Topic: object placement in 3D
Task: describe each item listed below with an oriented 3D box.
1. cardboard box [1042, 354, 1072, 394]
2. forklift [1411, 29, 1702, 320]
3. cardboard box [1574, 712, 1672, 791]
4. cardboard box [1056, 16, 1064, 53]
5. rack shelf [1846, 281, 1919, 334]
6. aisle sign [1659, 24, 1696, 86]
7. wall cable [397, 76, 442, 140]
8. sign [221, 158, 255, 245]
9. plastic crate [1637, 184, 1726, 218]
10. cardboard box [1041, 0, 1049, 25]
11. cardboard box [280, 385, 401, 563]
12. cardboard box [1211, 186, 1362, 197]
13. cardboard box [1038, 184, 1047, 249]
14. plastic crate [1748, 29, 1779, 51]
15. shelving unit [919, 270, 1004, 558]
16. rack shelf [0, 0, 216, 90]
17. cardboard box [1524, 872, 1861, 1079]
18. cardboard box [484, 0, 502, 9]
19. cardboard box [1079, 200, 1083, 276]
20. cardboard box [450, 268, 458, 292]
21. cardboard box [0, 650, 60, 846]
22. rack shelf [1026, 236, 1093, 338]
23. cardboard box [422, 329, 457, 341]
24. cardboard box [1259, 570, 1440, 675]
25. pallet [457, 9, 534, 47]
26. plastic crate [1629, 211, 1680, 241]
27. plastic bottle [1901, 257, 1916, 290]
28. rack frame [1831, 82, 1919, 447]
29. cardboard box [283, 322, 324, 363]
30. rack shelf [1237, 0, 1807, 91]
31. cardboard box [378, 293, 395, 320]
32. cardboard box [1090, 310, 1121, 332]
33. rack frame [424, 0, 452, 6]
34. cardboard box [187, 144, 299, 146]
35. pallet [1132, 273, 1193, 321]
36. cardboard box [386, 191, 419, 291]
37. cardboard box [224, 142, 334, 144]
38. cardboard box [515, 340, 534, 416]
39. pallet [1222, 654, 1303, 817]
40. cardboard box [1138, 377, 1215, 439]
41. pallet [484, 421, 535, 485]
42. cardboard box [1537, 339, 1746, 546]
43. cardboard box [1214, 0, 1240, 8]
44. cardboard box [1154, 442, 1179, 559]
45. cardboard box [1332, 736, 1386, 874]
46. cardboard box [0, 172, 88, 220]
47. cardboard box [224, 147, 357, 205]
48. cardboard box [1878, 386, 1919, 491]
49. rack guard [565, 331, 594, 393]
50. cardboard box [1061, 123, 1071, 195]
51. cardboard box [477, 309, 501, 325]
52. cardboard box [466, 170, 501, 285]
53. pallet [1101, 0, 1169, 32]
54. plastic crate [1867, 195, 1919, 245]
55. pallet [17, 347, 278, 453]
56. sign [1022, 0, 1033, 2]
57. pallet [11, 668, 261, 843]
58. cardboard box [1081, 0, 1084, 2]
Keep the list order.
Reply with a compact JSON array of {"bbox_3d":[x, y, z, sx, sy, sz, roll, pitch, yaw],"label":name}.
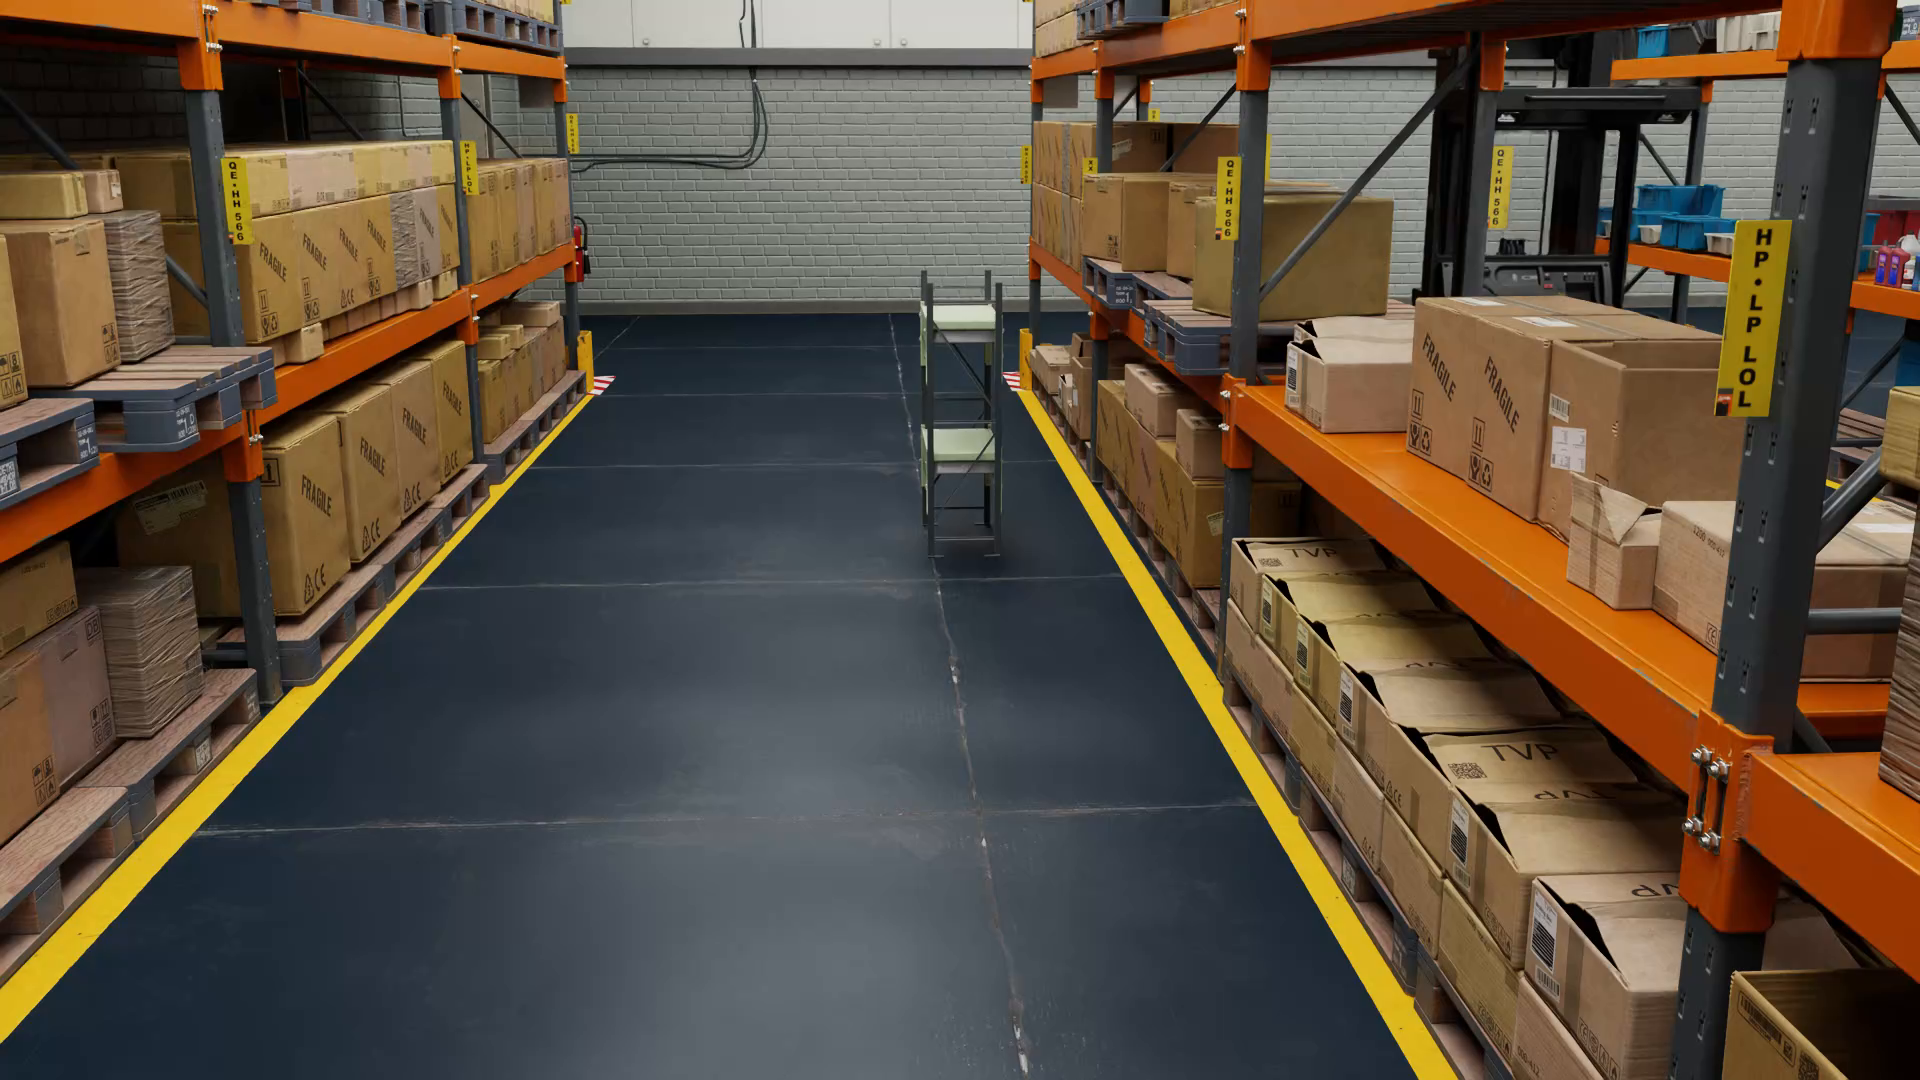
[{"bbox_3d":[0.931,-1.332,13.318,0.500,0.250,0.500,-1,14,-3],"label":"cardboard box"},{"bbox_3d":[3.081,-1.328,8.805,1.130,2.935,3.031,-1,14,-3],"label":"forklift"},{"bbox_3d":[2.026,0.642,4.560,0.500,0.311,0.500,-1,14,-5],"label":"cardboard box"},{"bbox_3d":[0.984,-3.714,12.223,0.500,0.250,0.500,-1,14,-3],"label":"cardboard box"},{"bbox_3d":[6.434,-1.074,9.123,1.077,0.370,4.000,-1,14,-3],"label":"rack shelf"},{"bbox_3d":[6.350,-4.196,14.597,0.394,0.787,0.004,-1,14,-3],"label":"aisle sign"},{"bbox_3d":[-4.849,-3.557,15.293,0.084,1.984,1.851,-1,14,-3],"label":"wall cable"},{"bbox_3d":[-2.789,-1.305,6.413,0.100,0.325,0.005,-1,14,-3],"label":"sign"},{"bbox_3d":[6.269,-2.880,14.509,0.616,0.435,0.499,-1,14,-3],"label":"plastic crate"},{"bbox_3d":[0.914,-4.205,13.126,0.500,0.250,0.500,-1,14,-3],"label":"cardboard box"},{"bbox_3d":[-3.293,-0.337,8.288,0.750,0.750,0.750,-1,14,-4],"label":"cardboard box"},{"bbox_3d":[1.596,-1.486,8.240,0.700,0.500,0.500,2,15,7],"label":"cardboard box"},{"bbox_3d":[0.920,-2.645,13.584,0.500,0.500,0.500,-1,14,-4],"label":"cardboard box"},{"bbox_3d":[5.851,-3.555,11.833,0.293,0.136,0.466,-1,14,-3],"label":"plastic crate"},{"bbox_3d":[0.000,-0.725,9.333,0.431,1.500,0.755,-1,14,-3],"label":"shelving unit"},{"bbox_3d":[-3.206,-1.379,4.289,1.077,0.370,4.000,-1,14,-3],"label":"rack shelf"},{"bbox_3d":[1.551,0.906,3.535,0.500,0.311,0.500,-1,14,-3],"label":"cardboard box"},{"bbox_3d":[-3.375,-3.701,11.130,0.500,0.250,0.500,-1,14,-5],"label":"cardboard box"},{"bbox_3d":[1.079,-2.013,11.129,0.500,0.500,0.500,-1,14,-3],"label":"cardboard box"},{"bbox_3d":[-3.274,-1.575,10.092,0.380,0.149,0.250,-1,14,-3],"label":"cardboard box"},{"bbox_3d":[-3.258,0.657,5.087,0.700,0.500,0.500,-1,14,-4],"label":"cardboard box"},{"bbox_3d":[1.242,-1.993,12.696,1.077,0.370,4.000,-1,14,-3],"label":"rack shelf"},{"bbox_3d":[-3.763,-1.419,11.892,0.380,0.149,0.250,-1,14,-5],"label":"cardboard box"},{"bbox_3d":[1.394,0.273,5.996,0.500,0.311,0.500,-1,14,-5],"label":"cardboard box"},{"bbox_3d":[-3.691,-3.683,11.978,1.003,0.211,1.213,-1,14,-3],"label":"pallet"},{"bbox_3d":[5.790,-2.632,13.952,0.416,0.233,0.300,-1,14,-3],"label":"plastic crate"},{"bbox_3d":[5.941,-1.664,10.372,0.097,0.201,0.097,0,14,0],"label":"plastic bottle"},{"bbox_3d":[6.310,-1.920,10.967,1.000,3.000,0.127,-1,14,-3],"label":"rack frame"},{"bbox_3d":[-3.058,-0.875,7.373,0.380,0.149,0.250,0,14,-2],"label":"cardboard box"},{"bbox_3d":[1.738,-1.456,4.590,1.077,0.370,4.000,-1,14,-3],"label":"rack shelf"},{"bbox_3d":[-3.239,-1.258,8.861,0.380,0.149,0.250,-1,14,-5],"label":"cardboard box"},{"bbox_3d":[1.398,-1.710,14.286,0.500,0.500,0.500,-1,14,-3],"label":"cardboard box"},{"bbox_3d":[-3.578,-4.672,9.625,1.000,3.000,0.127,-1,14,-3],"label":"rack frame"},{"bbox_3d":[-3.734,-1.959,8.777,0.500,0.250,0.500,-1,14,-5],"label":"cardboard box"},{"bbox_3d":[1.489,-1.240,8.710,1.003,0.211,1.213,-1,14,-3],"label":"pallet"},{"bbox_3d":[-3.234,-1.606,8.911,0.500,0.500,0.500,-1,14,-3],"label":"cardboard box"},{"bbox_3d":[-3.770,-2.083,9.262,0.500,0.250,0.500,-1,14,-3],"label":"cardboard box"},{"bbox_3d":[-3.579,-1.200,12.343,0.700,0.500,0.500,-1,14,-2],"label":"cardboard box"},{"bbox_3d":[1.626,0.707,6.356,1.003,0.211,1.213,-1,14,-3],"label":"pallet"},{"bbox_3d":[1.246,-0.712,8.903,0.500,0.250,0.500,-1,14,-4],"label":"cardboard box"},{"bbox_3d":[-3.547,-0.606,11.460,1.003,0.211,1.213,-1,14,-3],"label":"pallet"},{"bbox_3d":[1.798,-0.225,4.181,0.500,0.500,0.500,0,14,1],"label":"cardboard box"},{"bbox_3d":[1.553,-2.458,6.840,0.910,0.500,0.500,-1,14,-3],"label":"cardboard box"},{"bbox_3d":[1.290,-0.209,8.454,0.500,0.500,0.500,-1,14,-5],"label":"cardboard box"},{"bbox_3d":[1.455,0.796,5.090,0.500,0.250,0.500,-1,14,-2],"label":"cardboard box"},{"bbox_3d":[-3.244,-1.182,5.716,0.380,0.149,0.250,-3,15,-13],"label":"cardboard box"},{"bbox_3d":[-3.170,-1.712,7.818,0.500,0.250,0.500,-1,14,-3],"label":"cardboard box"},{"bbox_3d":[1.685,-0.147,2.576,0.380,0.149,0.250,-1,14,-4],"label":"cardboard box"},{"bbox_3d":[-3.827,-1.557,14.574,1.175,0.500,0.348,-1,14,-3],"label":"rack guard"},{"bbox_3d":[1.011,-2.751,11.992,0.500,0.500,0.500,-1,14,-3],"label":"cardboard box"},{"bbox_3d":[-3.843,-1.736,13.124,0.380,0.149,0.250,-1,14,-3],"label":"cardboard box"},{"bbox_3d":[-3.595,-2.047,10.860,0.980,0.700,0.700,-1,14,-3],"label":"cardboard box"},{"bbox_3d":[1.404,-2.784,8.686,1.213,0.211,1.003,-1,14,-3],"label":"pallet"},{"bbox_3d":[6.505,-2.205,11.830,0.402,0.464,0.583,-1,14,-3],"label":"plastic crate"},{"bbox_3d":[-3.180,-0.503,5.848,1.213,0.211,1.003,-1,14,-3],"label":"pallet"},{"bbox_3d":[0.577,-4.706,14.024,0.100,0.325,0.005,-1,14,-3],"label":"sign"},{"bbox_3d":[-3.283,0.773,6.098,1.003,0.211,1.213,-1,14,-3],"label":"pallet"},{"bbox_3d":[1.065,-3.583,10.710,0.500,0.250,0.500,-1,14,-3],"label":"cardboard box"}]
